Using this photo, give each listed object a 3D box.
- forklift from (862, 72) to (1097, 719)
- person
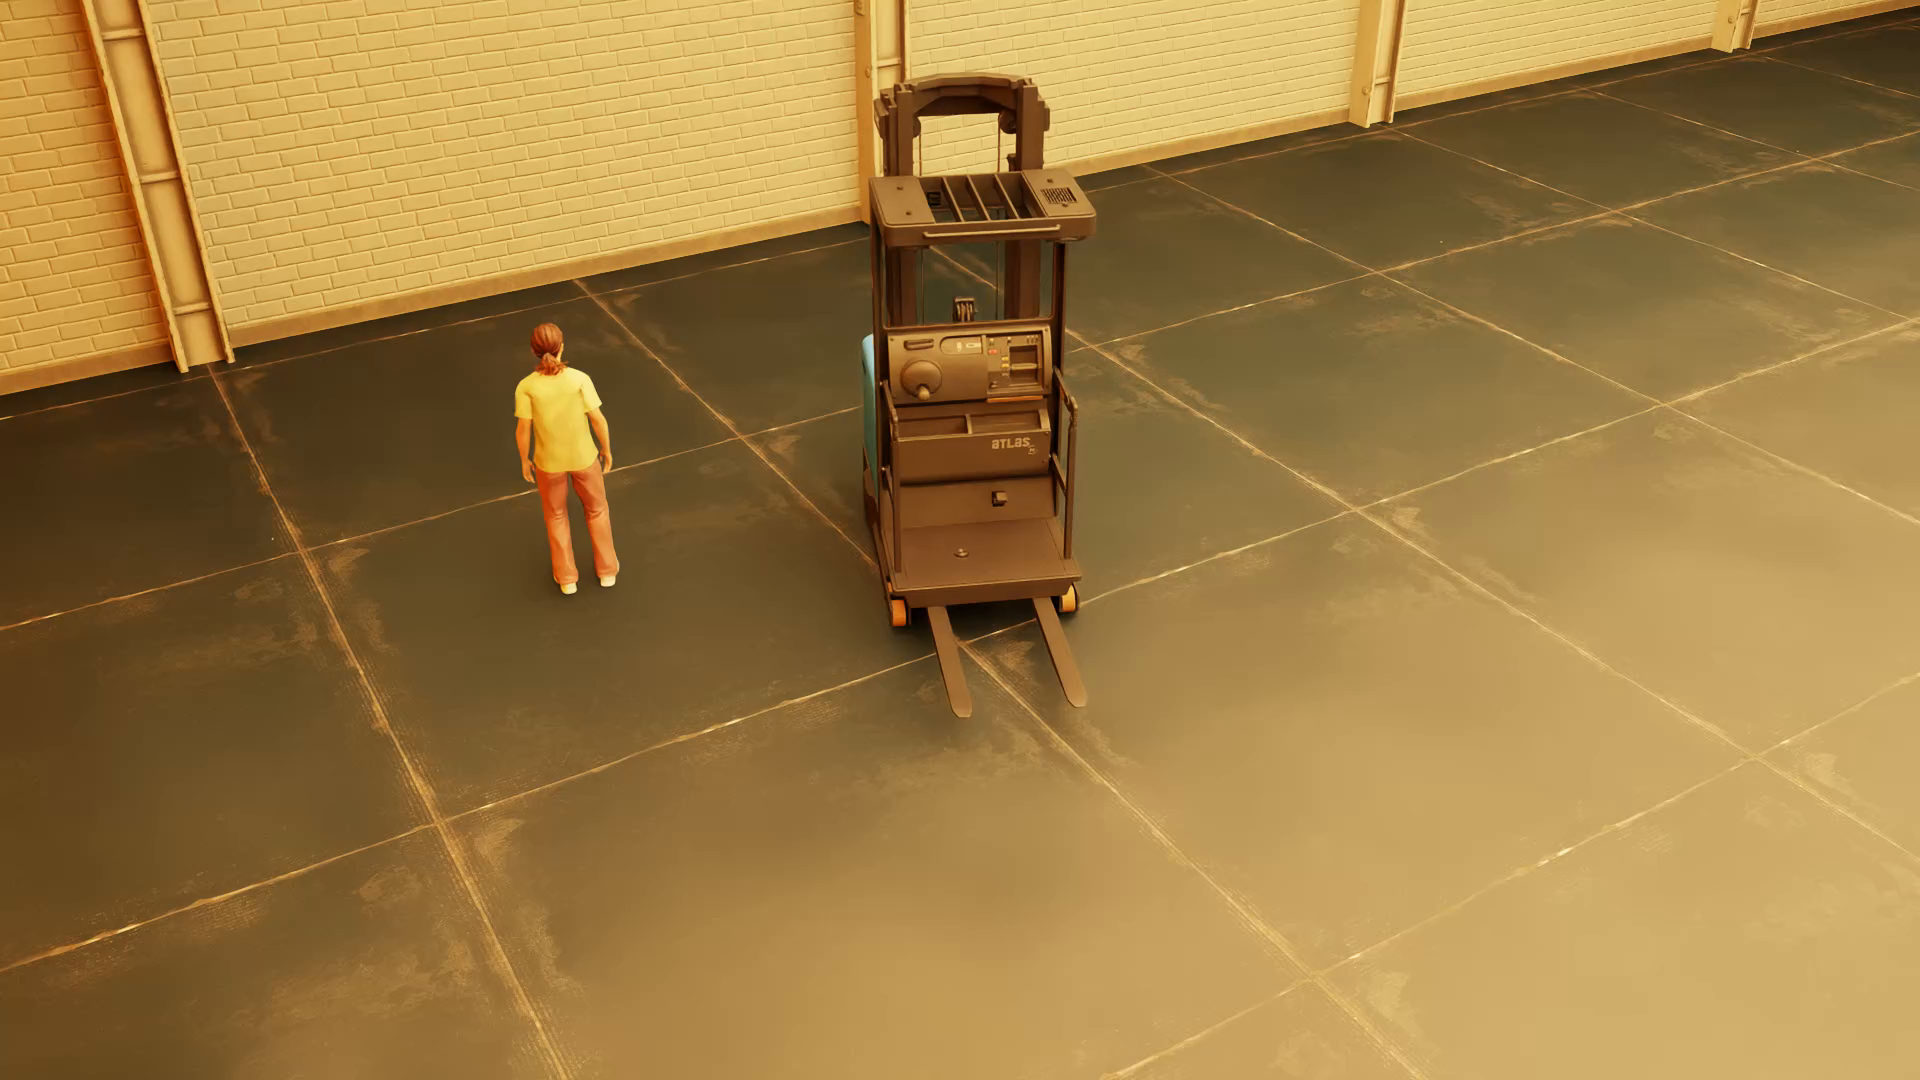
[{"bbox_3d":[0.092,-0.948,9.230,1.130,2.935,3.031,-5,31,-7],"label":"forklift"},{"bbox_3d":[-2.286,-0.466,9.653,0.517,1.671,0.370,-8,32,-13],"label":"person"}]
